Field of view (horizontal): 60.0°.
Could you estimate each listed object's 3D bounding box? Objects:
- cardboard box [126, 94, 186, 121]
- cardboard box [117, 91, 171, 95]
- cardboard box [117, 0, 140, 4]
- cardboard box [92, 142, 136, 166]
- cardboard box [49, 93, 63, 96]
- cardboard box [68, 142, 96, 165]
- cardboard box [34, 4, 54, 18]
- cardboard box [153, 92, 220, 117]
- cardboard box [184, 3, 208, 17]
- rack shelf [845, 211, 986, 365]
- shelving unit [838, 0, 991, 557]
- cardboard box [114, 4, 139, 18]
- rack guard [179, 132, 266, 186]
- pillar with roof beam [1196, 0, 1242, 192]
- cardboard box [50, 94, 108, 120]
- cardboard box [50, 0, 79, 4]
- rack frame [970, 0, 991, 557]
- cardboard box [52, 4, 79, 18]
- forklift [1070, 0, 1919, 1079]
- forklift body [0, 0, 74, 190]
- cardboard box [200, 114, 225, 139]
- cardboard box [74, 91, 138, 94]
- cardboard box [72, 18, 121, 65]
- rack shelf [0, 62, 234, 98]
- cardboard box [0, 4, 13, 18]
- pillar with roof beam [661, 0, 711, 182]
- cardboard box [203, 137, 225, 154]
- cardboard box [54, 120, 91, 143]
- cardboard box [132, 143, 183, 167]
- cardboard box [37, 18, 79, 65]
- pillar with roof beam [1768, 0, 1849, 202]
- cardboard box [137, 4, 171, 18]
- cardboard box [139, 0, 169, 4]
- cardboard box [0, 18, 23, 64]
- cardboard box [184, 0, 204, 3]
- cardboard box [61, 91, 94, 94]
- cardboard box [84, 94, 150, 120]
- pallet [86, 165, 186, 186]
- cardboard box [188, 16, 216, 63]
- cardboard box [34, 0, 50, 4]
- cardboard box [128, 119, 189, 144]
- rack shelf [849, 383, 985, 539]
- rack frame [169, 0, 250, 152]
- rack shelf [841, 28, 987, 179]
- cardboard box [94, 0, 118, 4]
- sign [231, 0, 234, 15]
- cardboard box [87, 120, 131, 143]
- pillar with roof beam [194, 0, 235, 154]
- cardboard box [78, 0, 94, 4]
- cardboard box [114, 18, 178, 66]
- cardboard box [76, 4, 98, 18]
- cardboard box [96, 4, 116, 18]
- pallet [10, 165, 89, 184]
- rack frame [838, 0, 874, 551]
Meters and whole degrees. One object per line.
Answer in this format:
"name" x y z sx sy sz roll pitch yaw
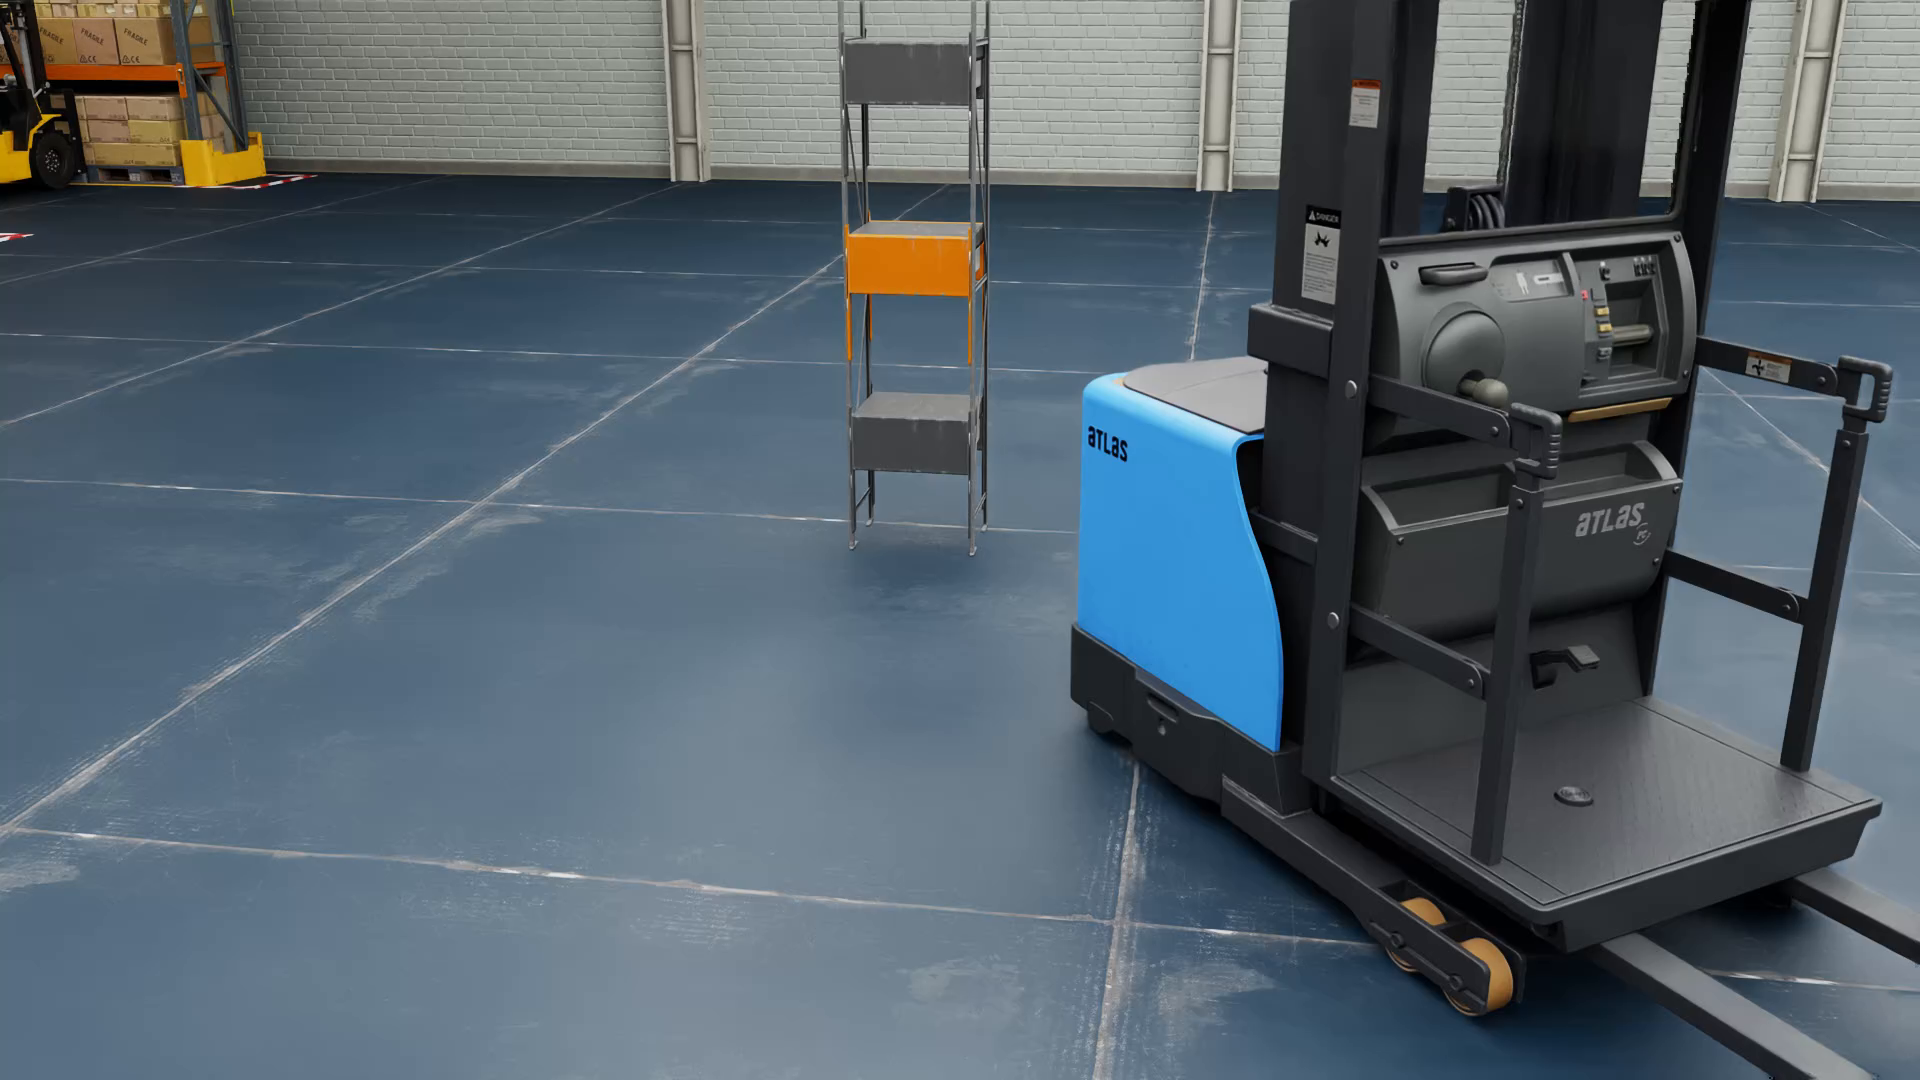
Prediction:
"cardboard box" -8.999 -4.874 18.738 0.500 0.250 0.500 4 19 10
"cardboard box" -9.433 -5.056 19.282 0.500 0.250 0.500 3 19 9
"cardboard box" -9.130 -6.030 18.449 0.250 0.149 0.380 3 19 9
"cardboard box" -9.498 -4.427 18.978 0.500 0.250 0.500 3 19 9
"cardboard box" -10.503 -4.948 18.960 0.500 0.250 0.500 3 19 8
"cardboard box" -9.991 -4.455 19.062 0.500 0.250 0.500 3 19 9
"cardboard box" -10.152 -5.921 18.591 0.250 0.149 0.380 3 19 9
"cardboard box" -8.939 -5.032 19.211 0.500 0.250 0.500 3 19 8
"cardboard box" -8.788 -6.033 18.925 0.250 0.149 0.380 2 19 7
"rack shelf" -0.163 -0.991 6.499 0.480 0.518 0.431 3 19 9
"shelving unit" -0.163 -1.004 6.495 0.503 2.100 0.431 3 19 9
"cardboard box" -9.138 -5.867 18.432 0.250 0.149 0.380 3 19 10
"rack guard" -8.471 -4.393 19.143 0.348 0.500 1.175 3 19 9
"pillar with roof beam" 2.126 -6.789 12.911 0.400 9.000 9.100 3 19 9
"cardboard box" -10.004 -4.920 18.876 0.500 0.250 0.500 3 19 9
"cardboard box" -9.902 -6.049 18.505 0.250 0.149 0.380 3 19 10
"rack frame" 0.077 -0.992 6.458 0.015 2.100 0.400 3 19 9
"cardboard box" -9.899 -5.914 18.572 0.250 0.149 0.380 2 19 7
"forklift" 1.457 -0.502 3.684 1.130 2.935 3.031 -9 21 -25
"forklift body" -10.656 -4.701 17.462 1.214 2.155 2.313 3 19 9
"cardboard box" -8.926 -4.800 19.306 0.500 0.250 0.500 3 19 10
"cardboard box" -9.925 -5.085 19.368 0.500 0.250 0.500 3 19 8
"cardboard box" -9.533 -5.598 18.649 0.500 0.500 0.500 4 19 10
"rack shelf" -10.469 -5.339 19.165 4.000 0.370 1.077 3 19 9
"cardboard box" -10.647 -5.953 18.688 0.250 0.149 0.380 3 19 8
"pillar with roof beam" -3.798 -7.091 13.814 0.400 9.000 9.100 3 19 9
"cardboard box" -8.949 -4.560 19.377 0.500 0.250 0.500 3 19 9
"cardboard box" -10.031 -4.686 18.965 0.500 0.250 0.500 2 19 7
"cardboard box" -9.009 -4.399 18.895 0.500 0.250 0.500 3 19 9
"cardboard box" -10.039 -5.624 18.726 0.500 0.500 0.500 3 19 8
"pillar with roof beam" 8.050 -6.487 12.009 0.400 9.000 9.100 3 19 9
"cardboard box" -8.881 -5.864 18.421 0.250 0.149 0.380 3 19 9
"cardboard box" -8.882 -6.027 18.441 0.250 0.149 0.380 3 19 9
"cardboard box" -10.537 -5.646 18.791 0.500 0.500 0.500 3 19 9
"cardboard box" -8.792 -6.159 18.835 0.250 0.149 0.380 3 19 8
"cardboard box" -10.430 -5.113 19.451 0.500 0.250 0.500 3 19 8
"cardboard box" -9.504 -4.898 18.810 0.500 0.250 0.500 3 19 10
"pallet" -9.256 -4.282 19.268 1.213 0.211 1.003 3 19 9
"cardboard box" -8.940 -5.739 19.069 0.500 0.500 0.500 4 19 10
"cardboard box" -10.158 -6.060 18.539 0.250 0.149 0.380 3 19 10
"cardboard box" -9.025 -4.638 18.821 0.500 0.250 0.500 3 19 8
"rack shelf" -0.163 -0.327 6.721 0.480 0.518 0.431 3 19 9
"rack frame" -8.495 -5.579 18.750 0.127 3.000 1.000 3 19 9
"rack shelf" -0.163 -1.655 6.277 0.480 0.518 0.431 3 19 9
"cardboard box" -9.393 -6.035 18.463 0.250 0.149 0.380 3 19 10
"sign" -8.401 -6.201 19.119 0.005 0.325 0.100 3 19 9
"cardboard box" -9.518 -4.667 18.907 0.500 0.250 0.500 3 19 8
"pillar with roof beam" -9.722 -7.393 14.716 0.400 9.000 9.100 3 19 9
"cardboard box" -9.627 -6.070 18.570 0.250 0.149 0.380 3 19 9
"cardboard box" -9.022 -5.569 18.562 0.500 0.500 0.500 3 19 7
"cardboard box" -9.628 -5.916 18.576 0.250 0.149 0.380 3 19 8
"cardboard box" -9.385 -5.900 18.528 0.250 0.149 0.380 3 19 10
"pallet" -10.457 -4.344 19.454 1.213 0.211 1.003 3 19 9
"rack frame" -0.404 -1.016 6.532 0.015 2.100 0.400 3 19 9
